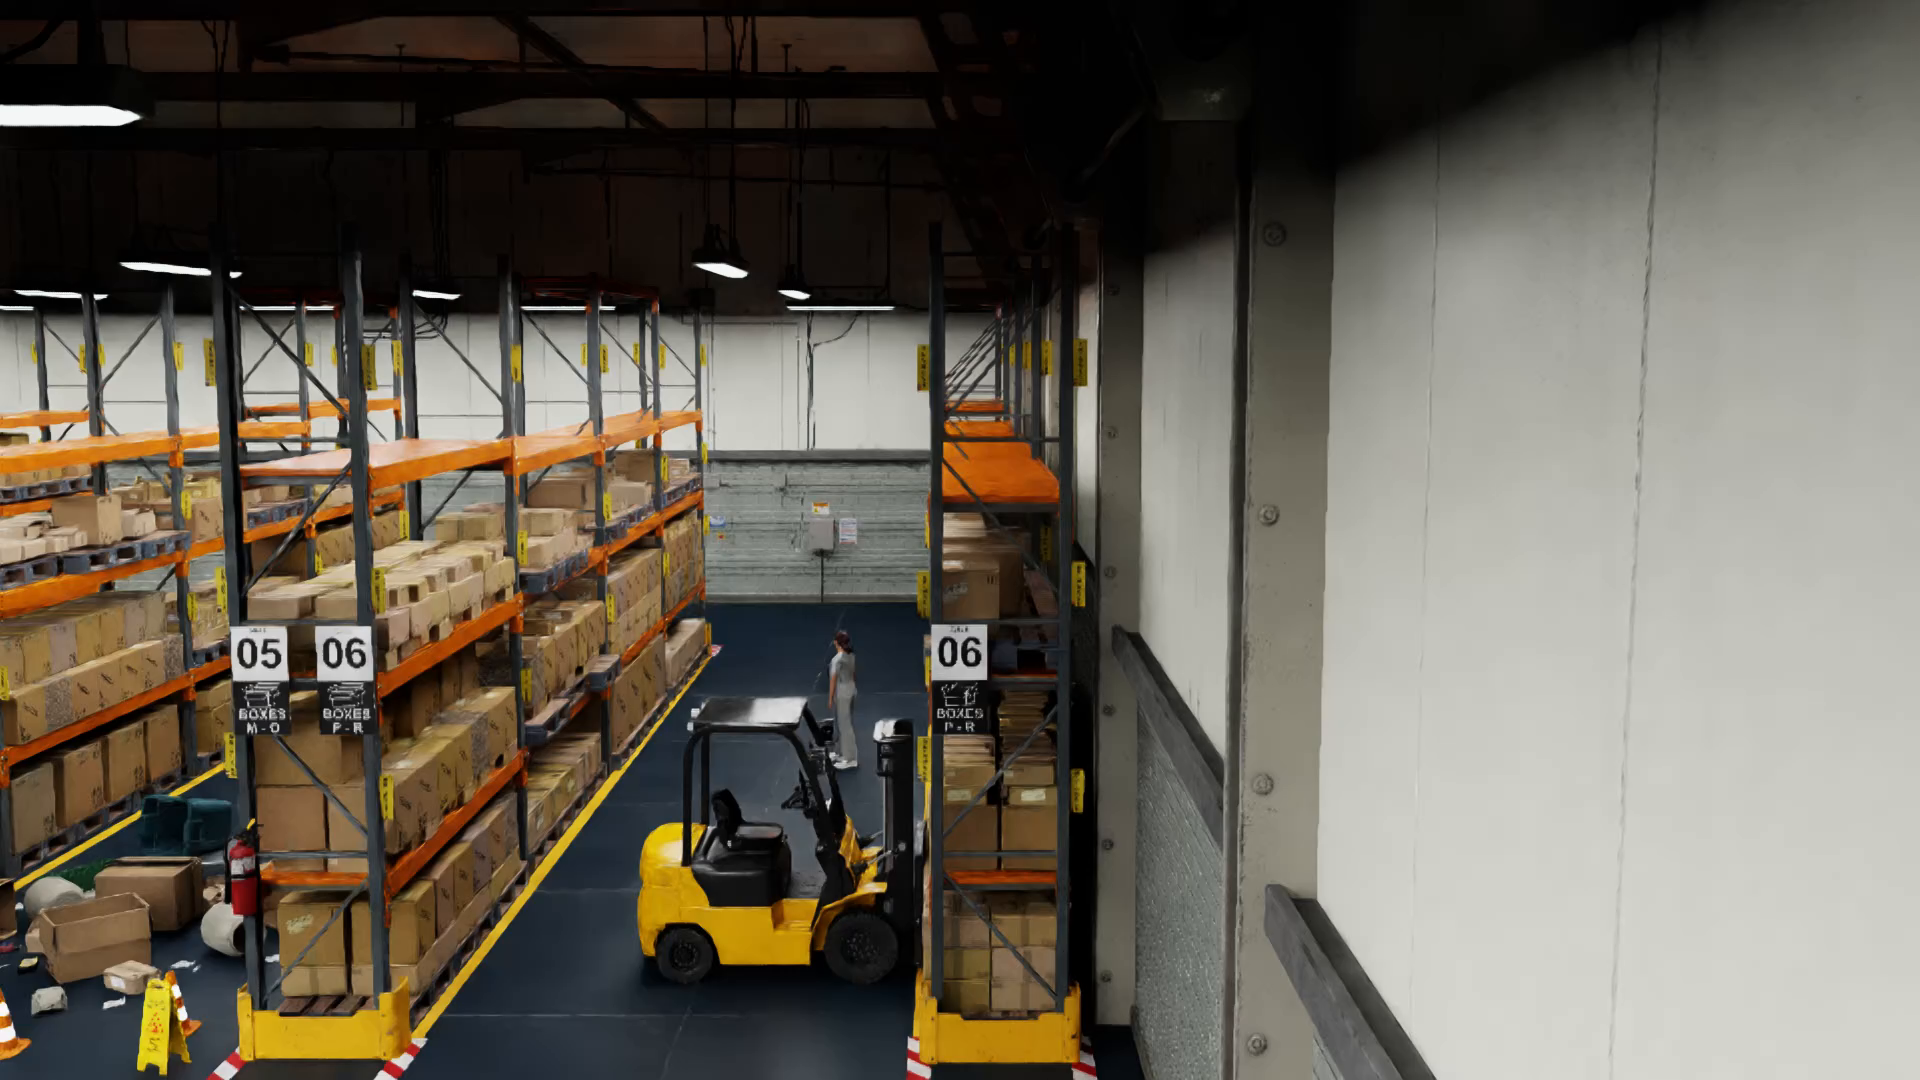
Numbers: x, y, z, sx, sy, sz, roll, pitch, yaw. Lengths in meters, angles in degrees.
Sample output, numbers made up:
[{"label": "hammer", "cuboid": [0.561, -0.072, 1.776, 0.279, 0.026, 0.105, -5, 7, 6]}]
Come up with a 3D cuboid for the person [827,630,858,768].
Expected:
[{"label": "person", "cuboid": [-1.473, 1.934, 20.509, 0.575, 1.665, 0.576, 3, 7, 23]}]
